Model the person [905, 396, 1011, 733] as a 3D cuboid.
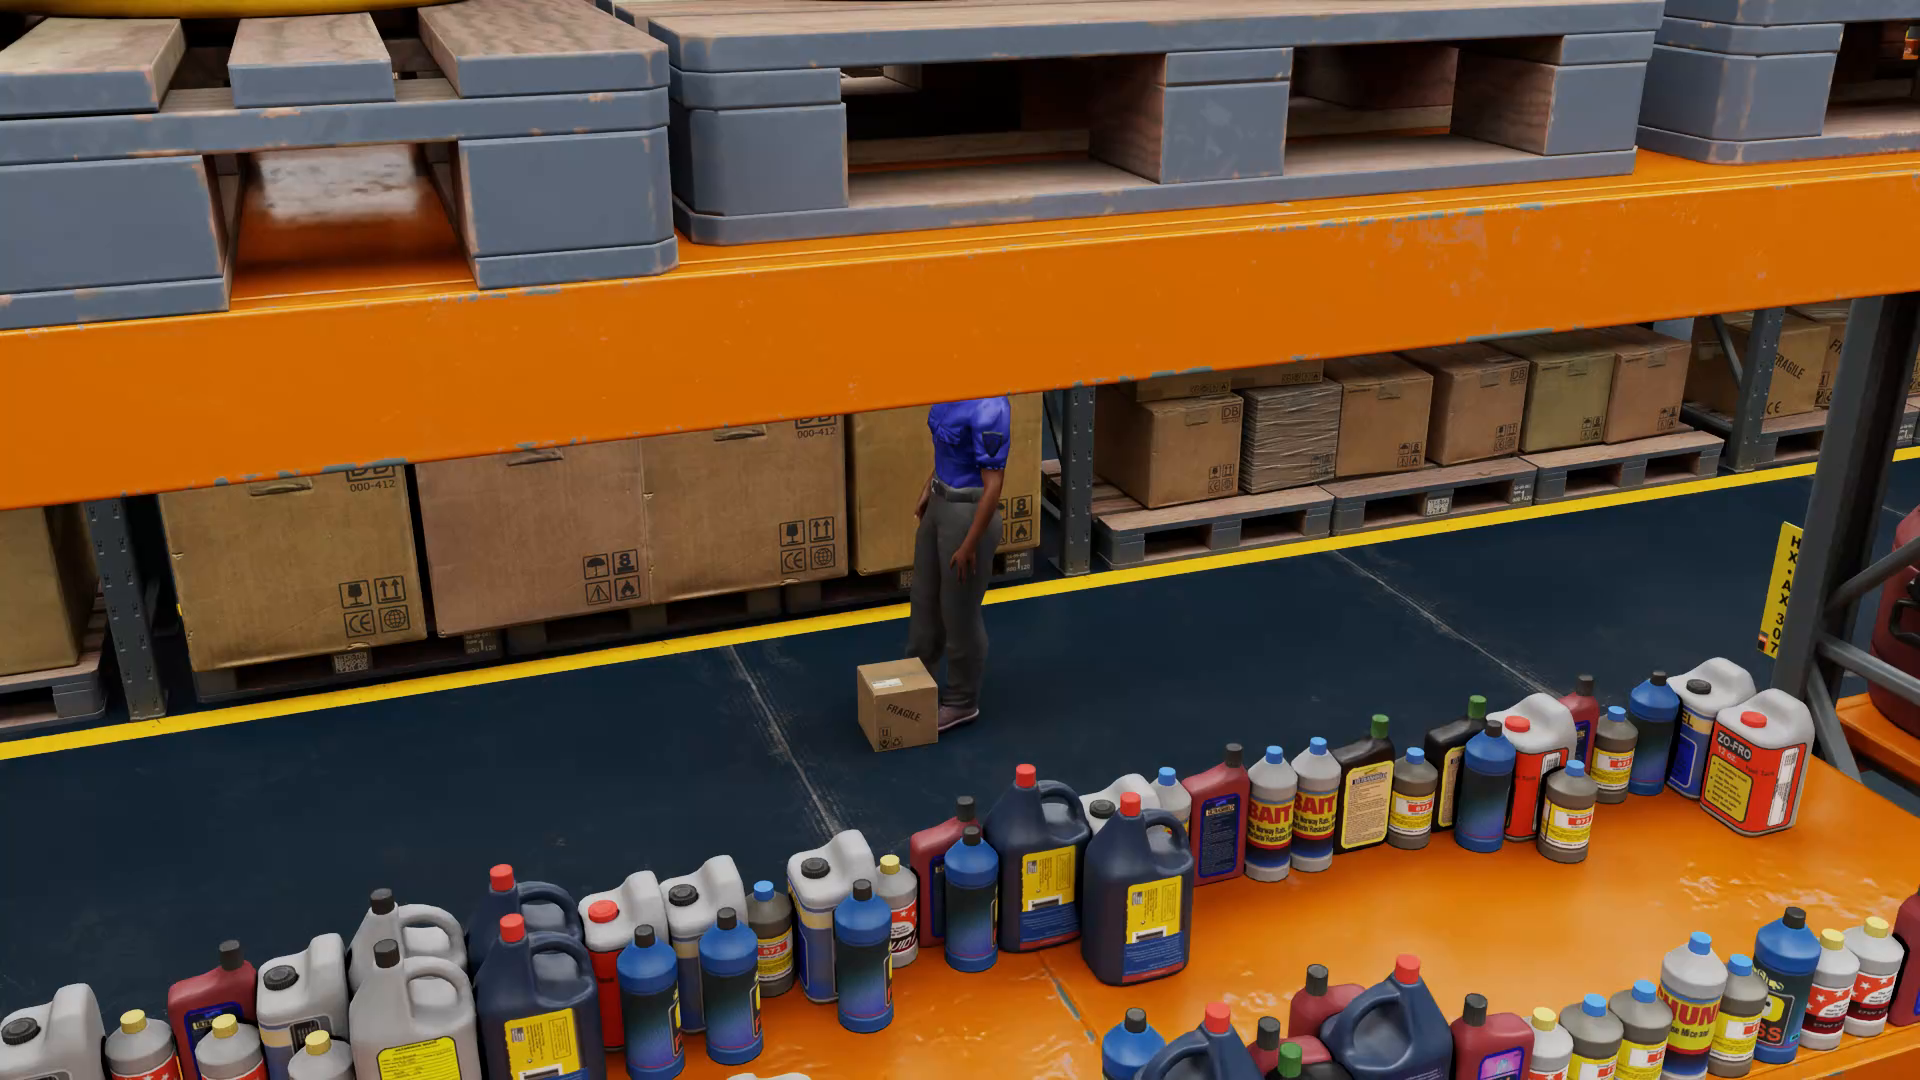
[{"bbox_3d":[-0.083,-0.059,6.221,0.504,1.654,0.569,-7,24,-16],"label":"person"}]
